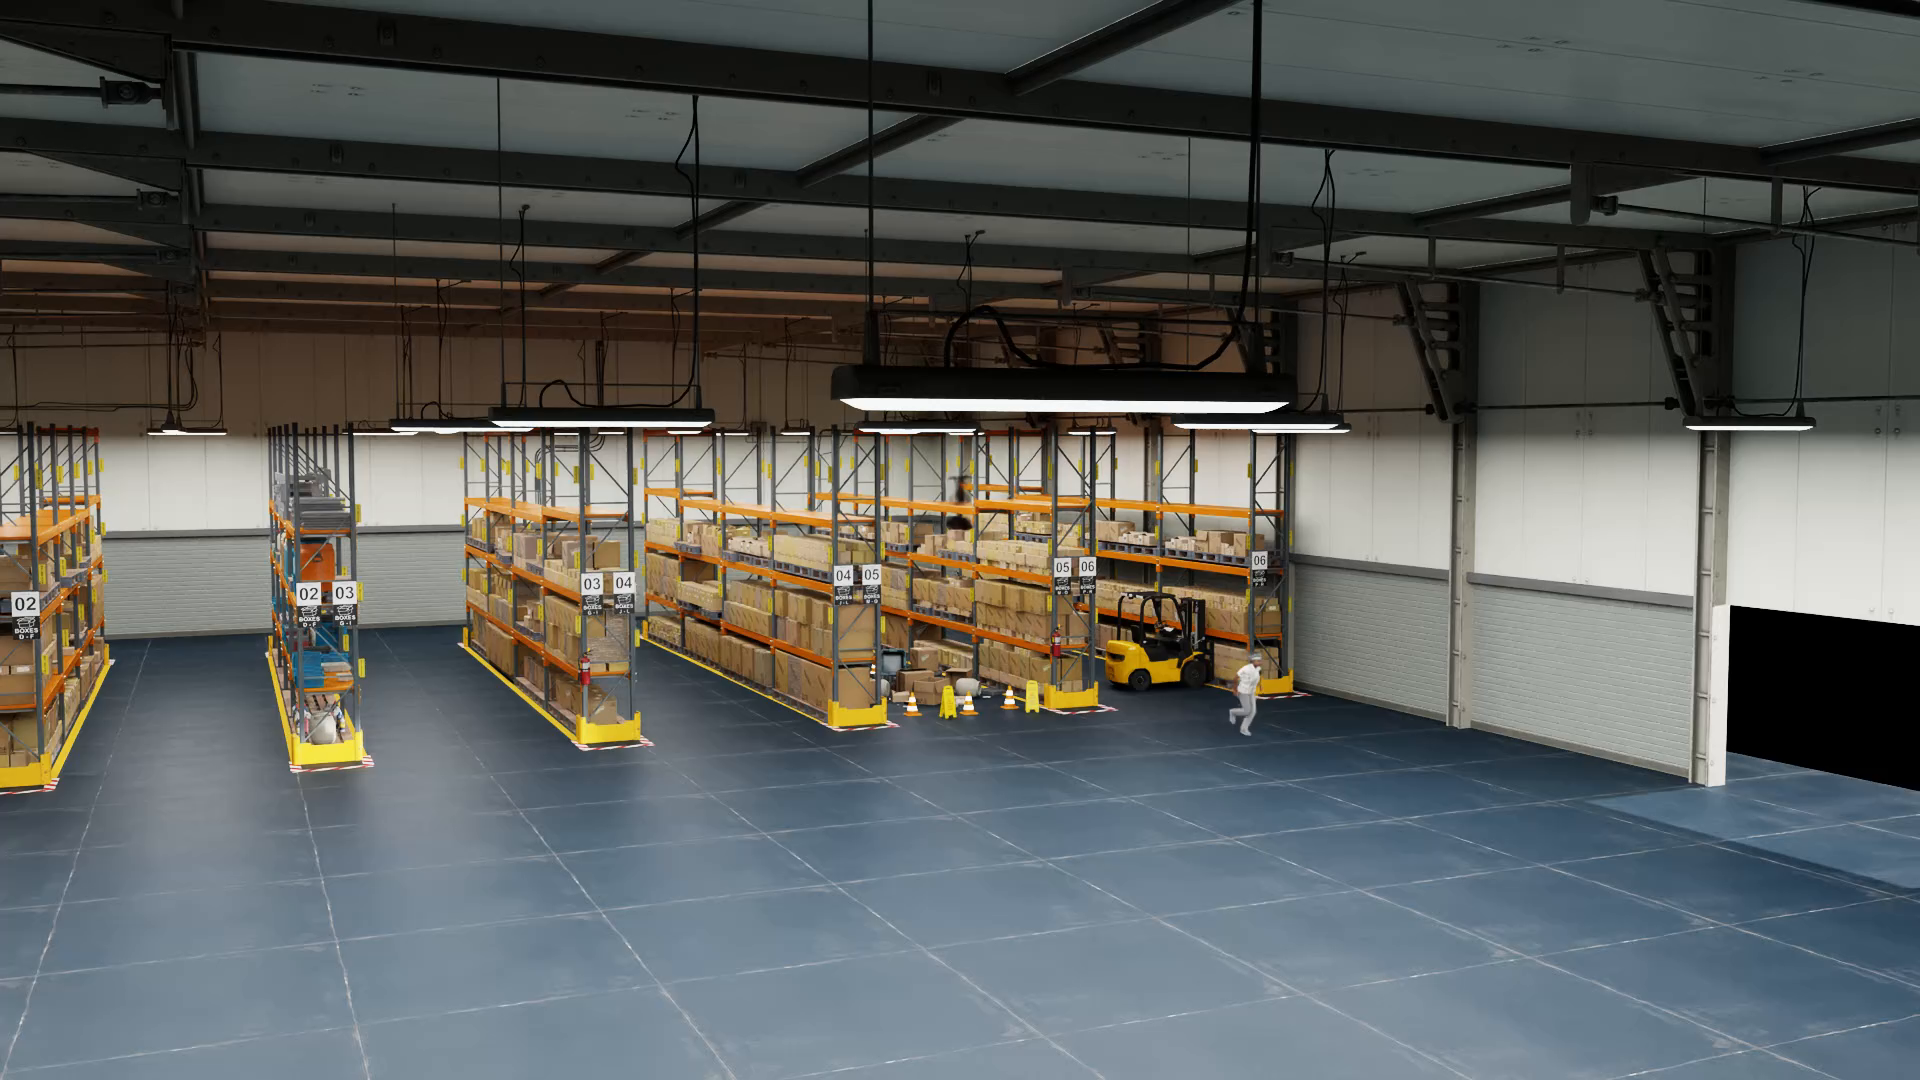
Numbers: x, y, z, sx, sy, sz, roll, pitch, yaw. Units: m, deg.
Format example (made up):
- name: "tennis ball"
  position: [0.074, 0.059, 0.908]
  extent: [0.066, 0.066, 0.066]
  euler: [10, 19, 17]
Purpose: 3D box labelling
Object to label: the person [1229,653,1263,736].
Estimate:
- name: "person"
  position: [5.546, 2.972, 32.217]
  extent: [0.726, 1.621, 0.565]
  euler: [3, 5, 45]
